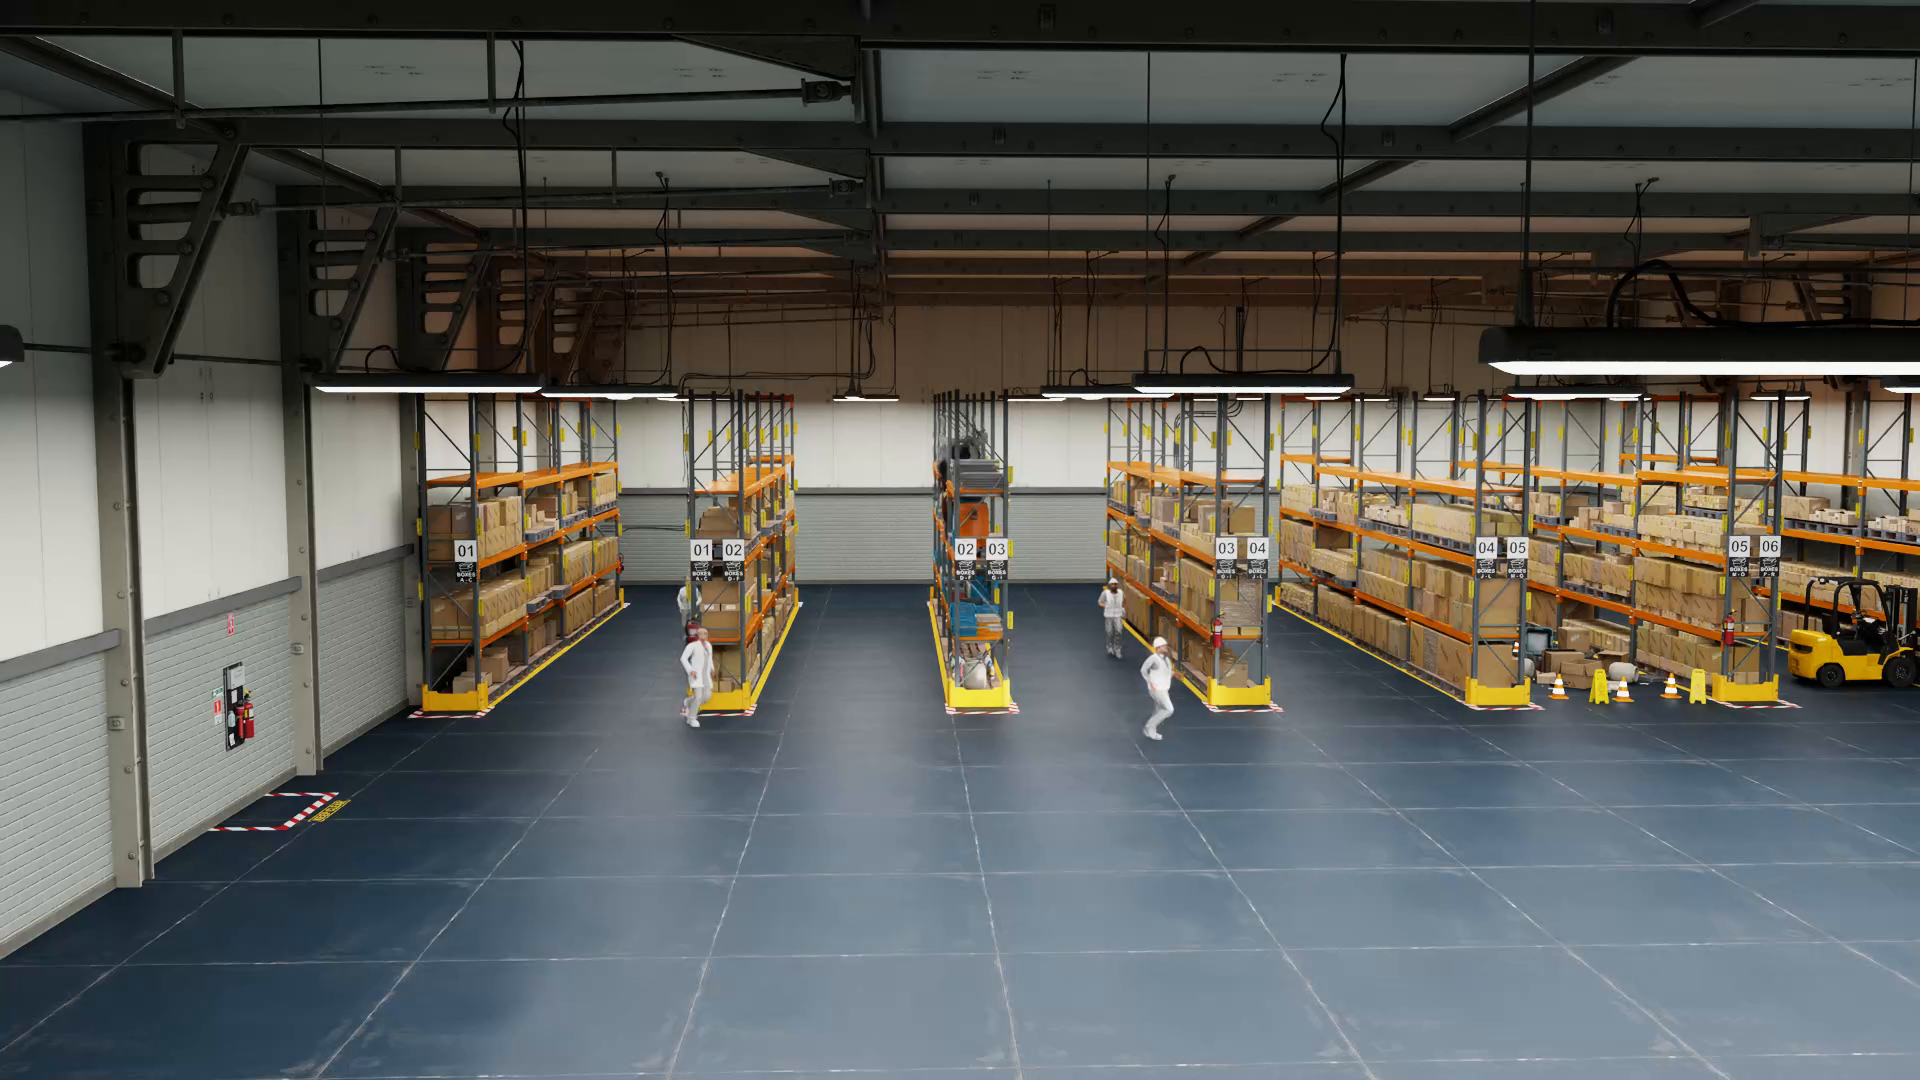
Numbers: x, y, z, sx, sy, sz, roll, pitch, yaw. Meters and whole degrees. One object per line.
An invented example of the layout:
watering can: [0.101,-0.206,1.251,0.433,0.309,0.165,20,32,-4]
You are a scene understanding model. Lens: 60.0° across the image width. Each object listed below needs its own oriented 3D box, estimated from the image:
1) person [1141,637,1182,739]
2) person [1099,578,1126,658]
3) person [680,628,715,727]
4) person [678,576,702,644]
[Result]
person: [3.461,2.530,28.399,0.629,1.740,0.641,3,5,30]
person: [3.464,1.774,37.689,0.659,1.829,0.759,0,5,-1]
person: [-4.688,2.444,29.887,0.543,1.723,0.749,4,6,39]
person: [-6.443,1.678,39.561,0.605,1.662,0.569,0,5,1]
